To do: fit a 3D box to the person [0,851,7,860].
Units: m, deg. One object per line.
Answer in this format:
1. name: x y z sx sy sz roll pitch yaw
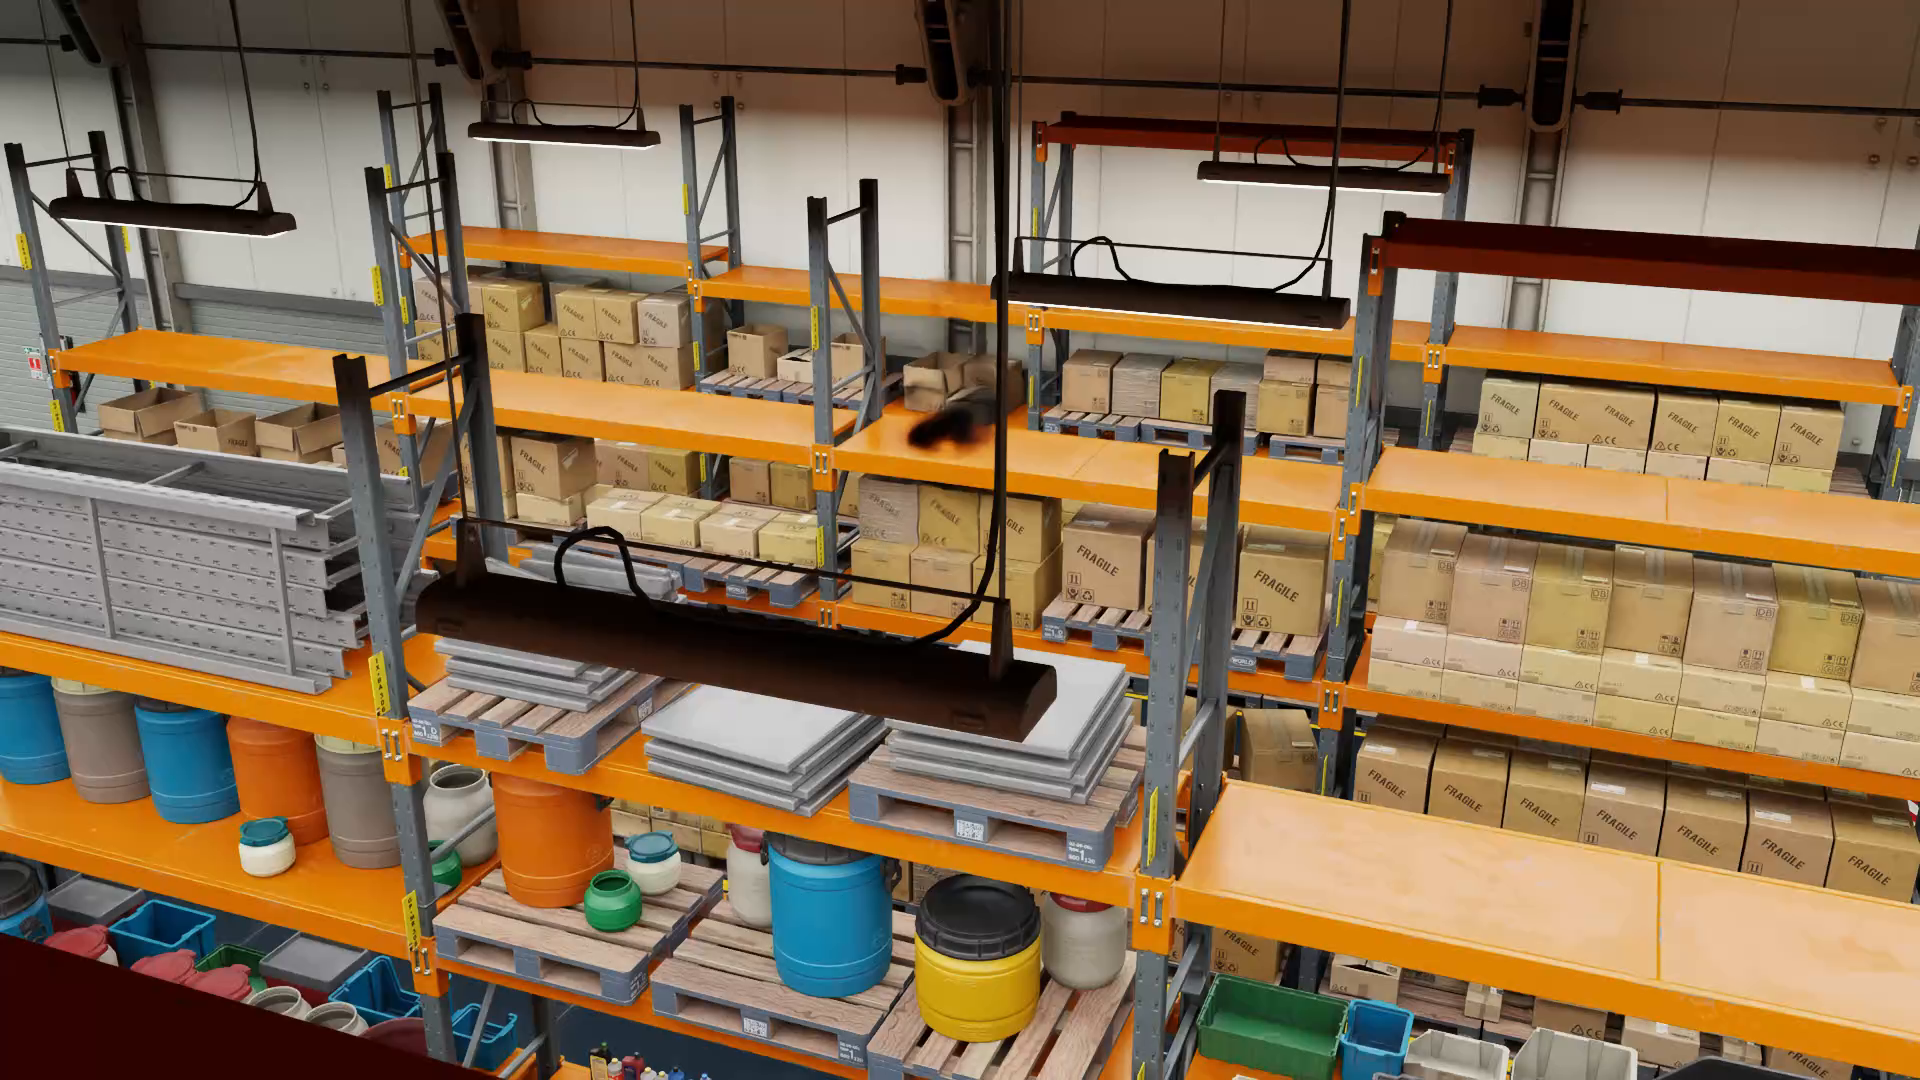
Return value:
1. person: -7.942 2.378 13.663 0.805 1.769 0.701 10 23 25
